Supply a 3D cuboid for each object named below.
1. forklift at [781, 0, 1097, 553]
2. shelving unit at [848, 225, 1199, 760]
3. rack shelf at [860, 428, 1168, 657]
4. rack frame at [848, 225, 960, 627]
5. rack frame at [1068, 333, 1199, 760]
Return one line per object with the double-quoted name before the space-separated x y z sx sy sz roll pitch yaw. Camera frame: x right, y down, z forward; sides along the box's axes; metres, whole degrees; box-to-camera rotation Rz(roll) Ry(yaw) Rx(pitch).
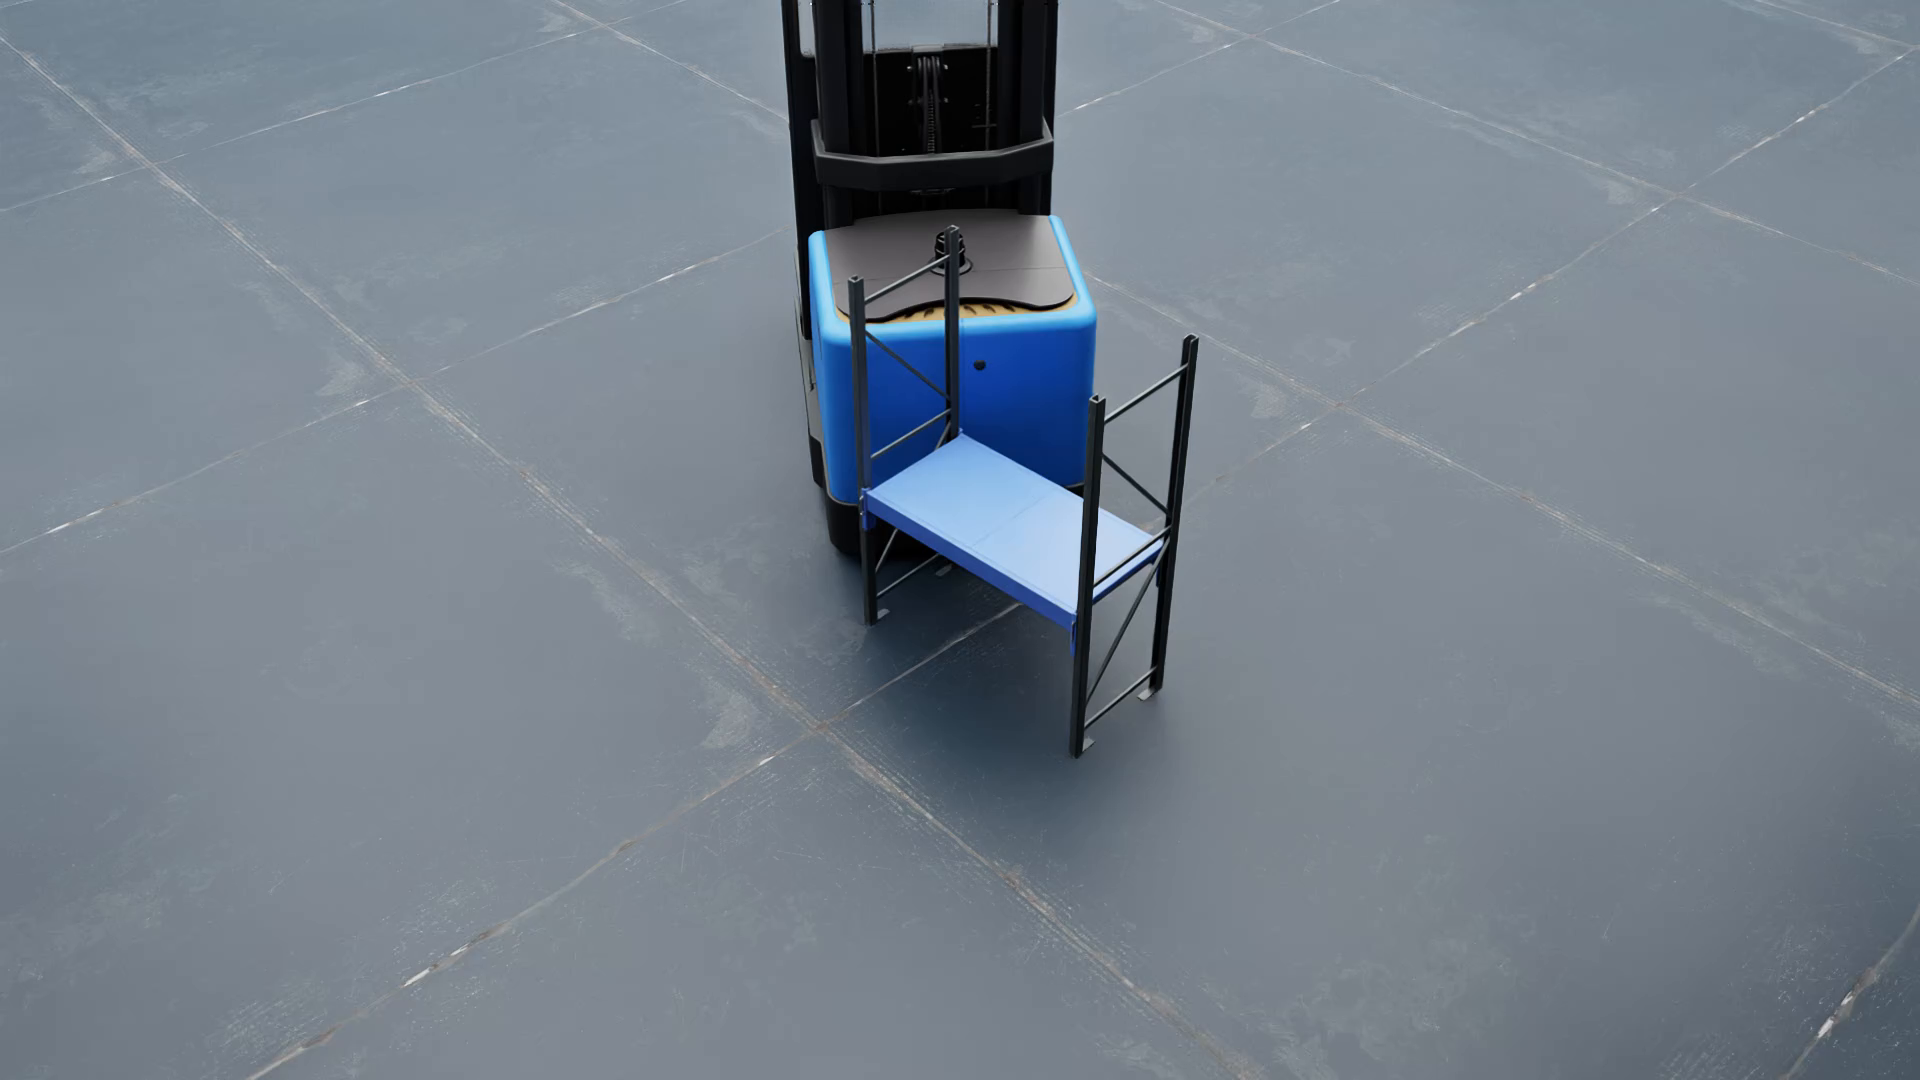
"forklift" -0.191 -2.010 6.906 1.130 2.935 3.031 -5 39 -6
"shelving unit" 0.187 -0.156 5.749 1.048 1.500 0.538 30 48 32
"rack shelf" 0.187 -0.016 5.862 1.000 0.185 0.538 30 48 32
"rack frame" -0.184 -0.374 6.019 0.032 1.500 0.500 30 48 32
"rack frame" 0.559 0.062 5.479 0.032 1.500 0.500 30 48 32
